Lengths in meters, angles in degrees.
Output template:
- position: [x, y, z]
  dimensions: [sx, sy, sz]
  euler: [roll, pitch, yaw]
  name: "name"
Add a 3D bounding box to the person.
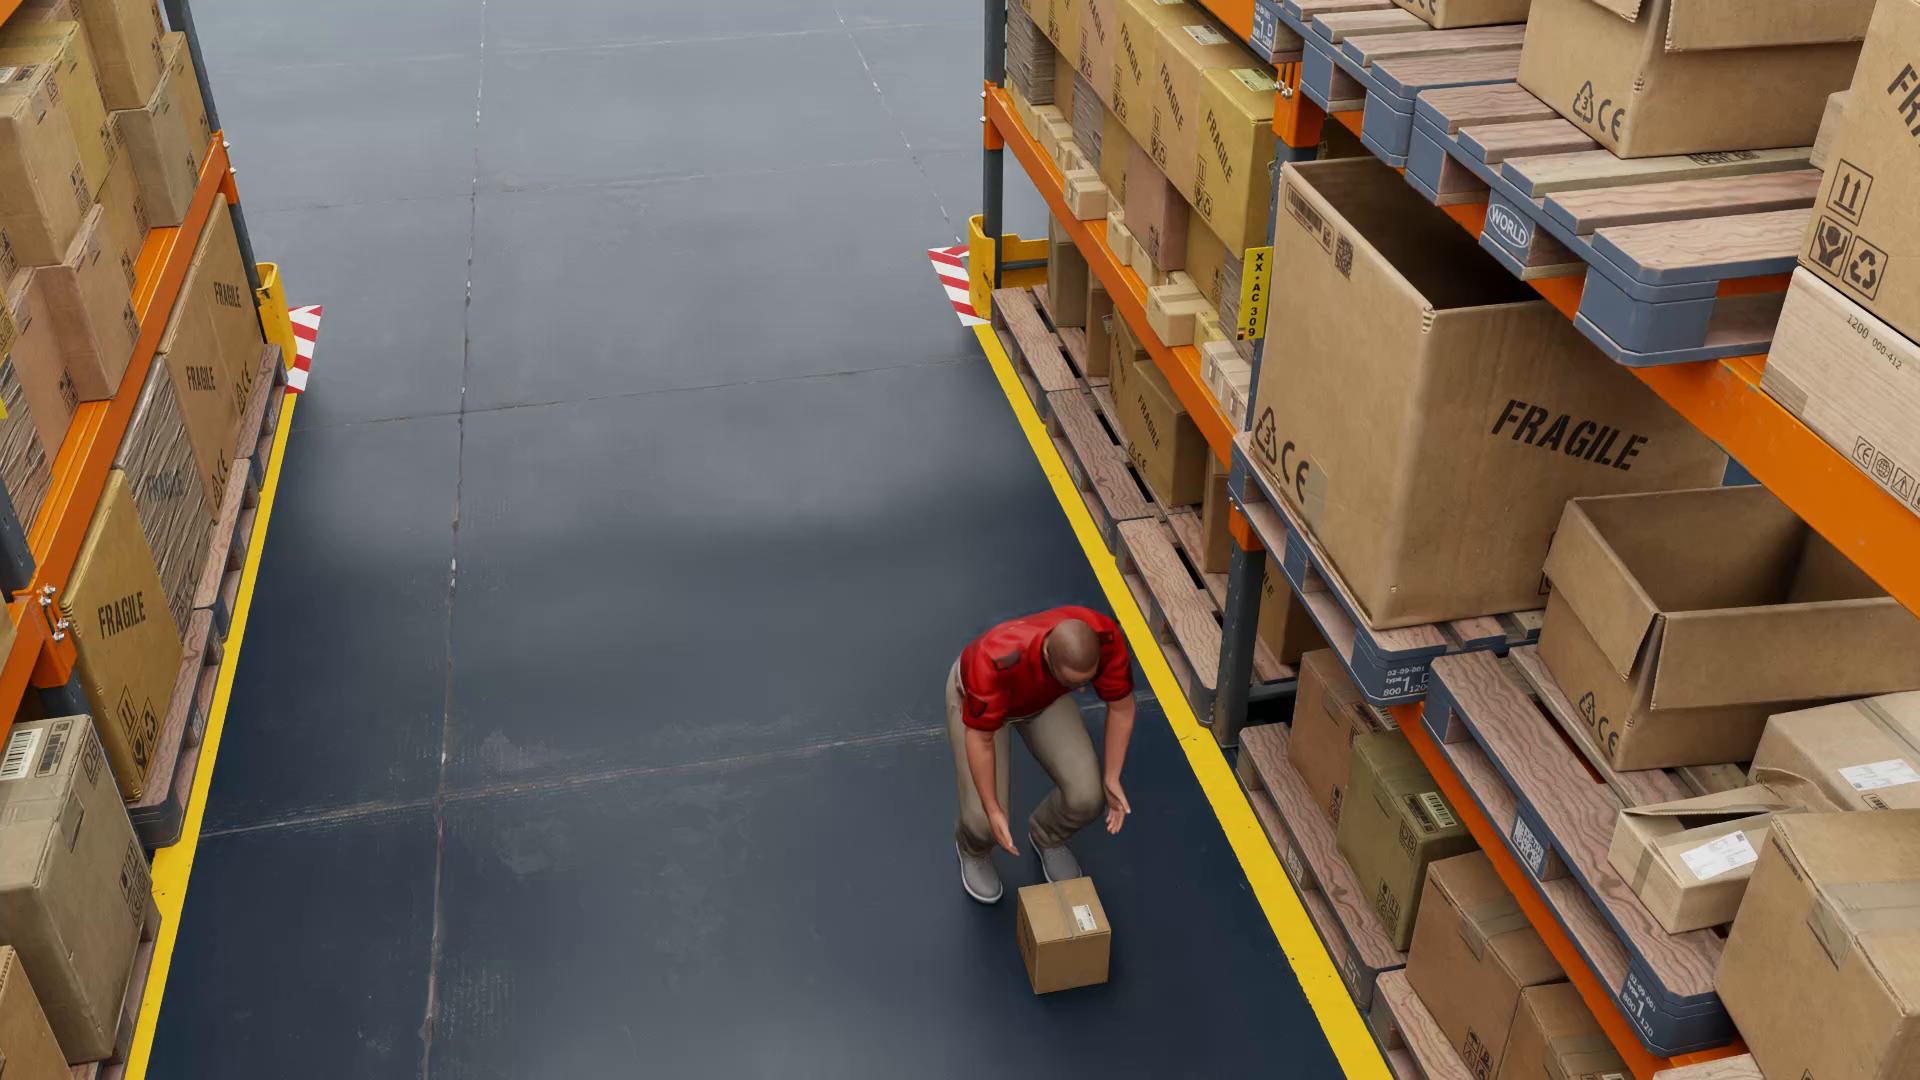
- position: [0.257, 0.650, 5.569]
  dimensions: [0.589, 1.319, 0.756]
  euler: [-9, 35, -13]
  name: "person"
